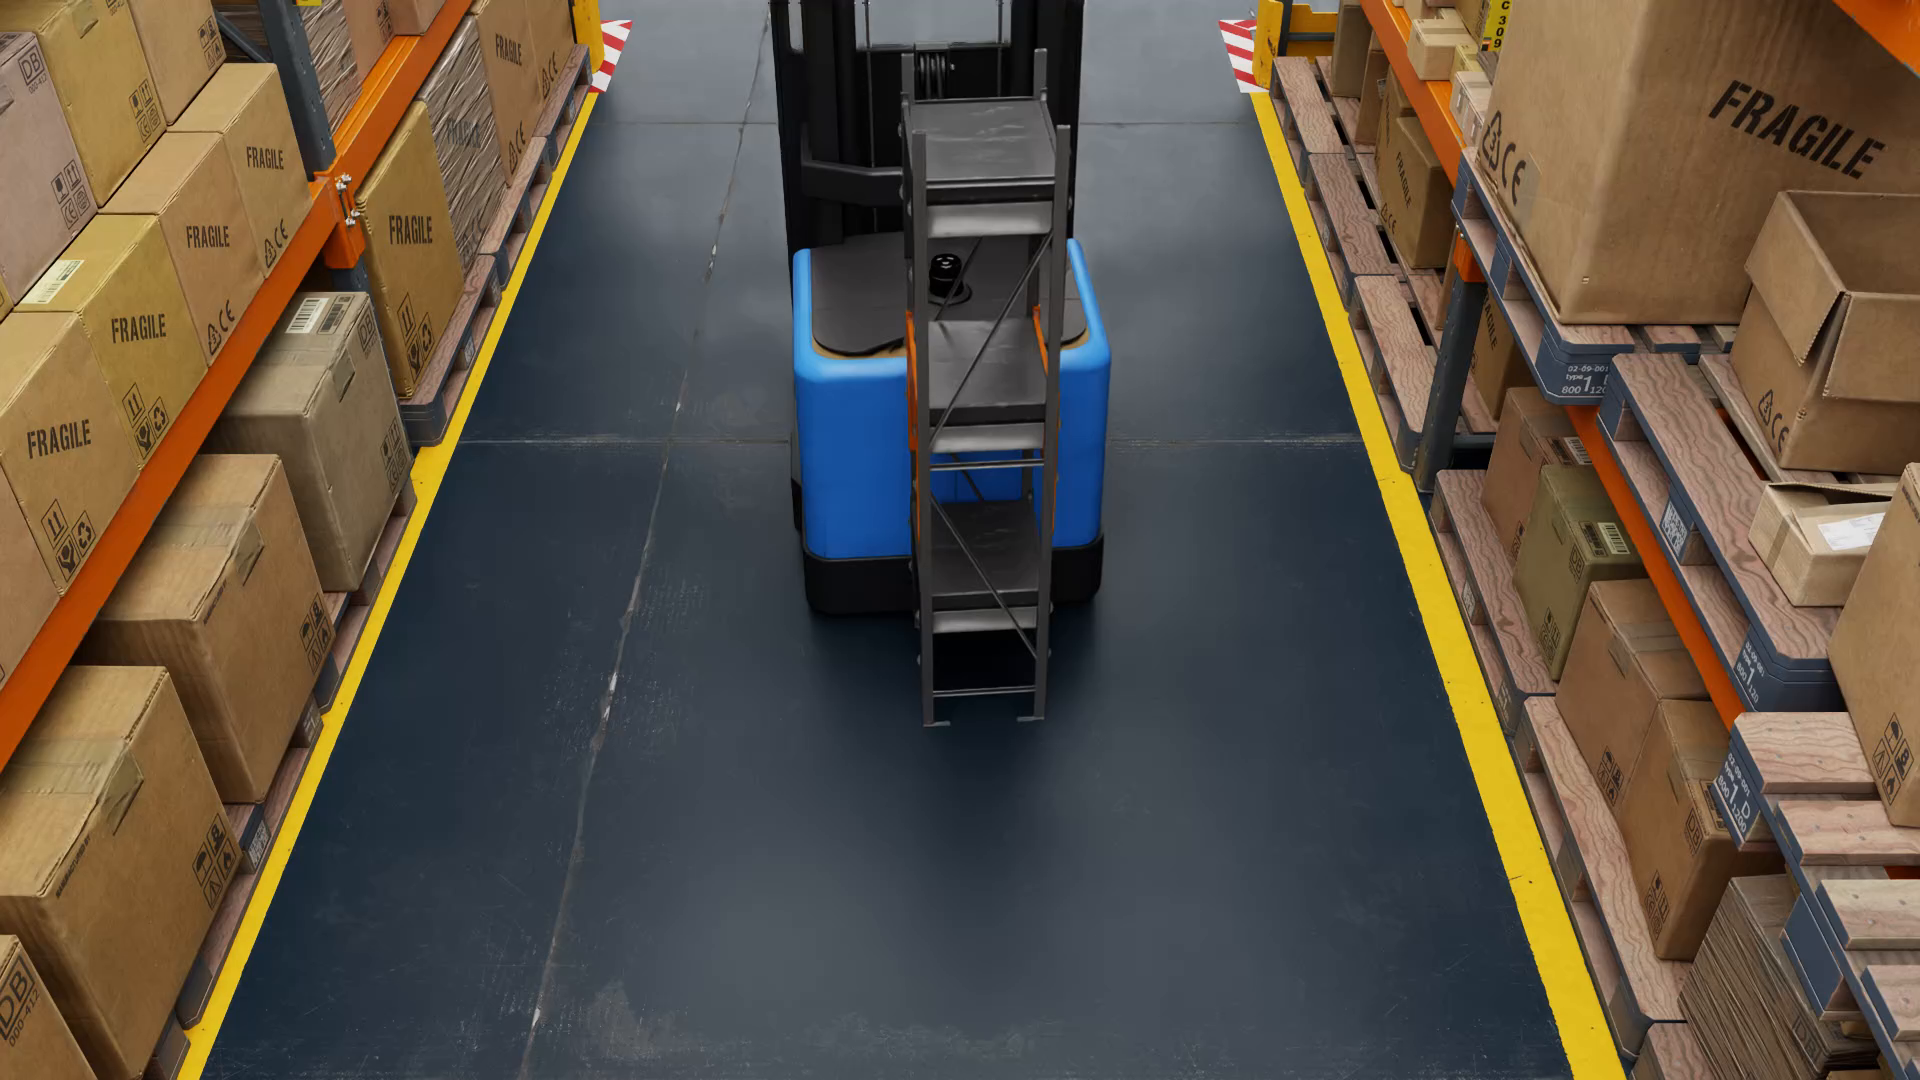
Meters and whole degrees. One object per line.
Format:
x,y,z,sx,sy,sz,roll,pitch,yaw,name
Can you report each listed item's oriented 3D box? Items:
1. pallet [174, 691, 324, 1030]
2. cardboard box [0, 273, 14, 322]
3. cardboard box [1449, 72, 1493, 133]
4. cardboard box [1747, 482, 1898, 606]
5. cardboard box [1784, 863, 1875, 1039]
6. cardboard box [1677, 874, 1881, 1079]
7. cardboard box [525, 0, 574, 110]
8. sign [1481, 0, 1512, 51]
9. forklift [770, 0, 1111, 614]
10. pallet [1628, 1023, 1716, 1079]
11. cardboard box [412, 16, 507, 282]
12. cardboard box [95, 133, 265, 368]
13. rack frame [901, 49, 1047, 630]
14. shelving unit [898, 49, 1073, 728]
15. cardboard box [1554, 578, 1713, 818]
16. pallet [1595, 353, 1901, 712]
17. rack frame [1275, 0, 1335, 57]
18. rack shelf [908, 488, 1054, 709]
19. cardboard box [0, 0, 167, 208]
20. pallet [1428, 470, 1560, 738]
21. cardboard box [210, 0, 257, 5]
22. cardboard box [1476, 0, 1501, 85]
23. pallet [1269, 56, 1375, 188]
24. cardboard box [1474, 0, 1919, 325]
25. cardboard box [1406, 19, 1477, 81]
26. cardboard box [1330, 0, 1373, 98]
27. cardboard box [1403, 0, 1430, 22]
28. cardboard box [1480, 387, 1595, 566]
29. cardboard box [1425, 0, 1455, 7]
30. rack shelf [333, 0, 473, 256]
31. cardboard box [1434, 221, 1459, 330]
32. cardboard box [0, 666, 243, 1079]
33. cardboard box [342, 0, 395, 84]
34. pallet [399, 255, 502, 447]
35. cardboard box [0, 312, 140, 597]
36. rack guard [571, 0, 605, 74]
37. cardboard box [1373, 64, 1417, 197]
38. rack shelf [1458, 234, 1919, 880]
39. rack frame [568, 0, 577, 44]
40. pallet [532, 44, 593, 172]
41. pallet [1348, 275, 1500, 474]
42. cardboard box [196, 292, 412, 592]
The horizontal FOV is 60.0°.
-2.595,0.891,4.969,1.003,0.211,1.213,0,39,0,pallet
-2.667,-0.610,3.733,0.700,0.500,0.500,0,39,0,cardboard box
1.999,-1.577,6.020,0.380,0.149,0.250,0,39,0,cardboard box
2.017,-0.037,3.670,0.396,0.266,0.258,-1,39,-1,cardboard box
2.247,0.877,3.804,0.500,0.250,0.500,4,39,5,cardboard box
2.255,1.155,4.058,0.700,0.500,0.500,-3,39,-4,cardboard box
-2.614,-2.857,8.779,0.875,0.875,0.875,0,39,0,cardboard box
1.742,-1.717,5.302,0.100,0.325,0.005,0,39,0,sign
-0.135,-1.794,6.145,1.130,2.935,3.031,-3,39,-4,forklift
2.290,1.716,3.940,1.003,0.211,1.213,0,39,0,pallet
-2.611,-1.736,7.381,0.875,0.875,0.875,0,39,0,cardboard box
-2.407,-0.841,4.821,0.500,0.500,0.500,0,39,-1,cardboard box
0.039,-0.518,5.218,0.400,2.100,0.015,-3,39,-4,rack frame
0.059,-0.366,5.028,0.431,2.100,0.503,-3,39,-4,shelving unit
2.246,0.451,4.935,0.700,0.500,0.500,-3,39,-4,cardboard box
2.246,-0.046,4.063,1.003,0.211,1.213,0,39,0,pallet
2.280,-3.886,8.701,1.000,3.000,0.127,0,39,0,rack frame
0.059,0.191,5.474,0.431,0.518,0.480,-3,39,-4,rack shelf
-2.667,-1.241,4.521,0.700,0.500,0.500,-1,39,-1,cardboard box
2.287,0.190,5.844,1.003,0.211,1.213,0,39,0,pallet
-2.642,-2.155,5.557,0.875,0.550,0.550,0,39,0,cardboard box
2.346,-1.821,5.806,0.875,0.500,0.500,0,39,0,cardboard box
2.245,-2.242,8.879,1.003,0.211,1.213,0,39,0,pallet
2.145,-1.286,4.640,1.000,1.000,1.000,0,39,0,cardboard box
1.947,-1.890,6.411,0.380,0.149,0.250,0,39,0,cardboard box
2.264,-2.684,8.864,0.500,0.500,0.500,7,39,8,cardboard box
2.038,-2.203,6.801,0.380,0.149,0.250,0,39,0,cardboard box
2.264,-0.197,5.744,0.700,0.500,0.500,-3,39,-4,cardboard box
2.279,-2.447,6.587,0.875,0.500,0.500,0,39,0,cardboard box
-2.678,-2.414,7.439,1.077,0.370,4.000,0,39,0,rack shelf
2.316,-1.182,6.989,0.500,0.500,0.500,12,40,14,cardboard box
-2.586,0.843,4.262,1.050,0.750,0.750,1,39,1,cardboard box
-2.711,-2.078,6.324,0.875,0.550,0.550,0,39,0,cardboard box
-2.598,-0.832,7.119,1.003,0.211,1.213,0,39,0,pallet
-2.404,-0.208,4.031,0.500,0.500,0.500,0,39,-1,cardboard box
-2.680,-2.985,9.576,1.175,0.500,0.348,0,39,0,rack guard
2.280,-1.919,7.909,0.500,0.500,0.500,3,39,4,cardboard box
2.287,0.147,4.244,1.077,0.370,4.000,0,39,0,rack shelf
-2.680,-3.946,8.775,1.000,3.000,0.127,0,39,0,rack frame
-2.601,-2.358,9.023,1.003,0.211,1.213,0,39,0,pallet
2.248,-0.717,6.975,1.003,0.211,1.213,0,39,0,pallet
-2.585,-0.342,5.742,1.050,0.750,0.750,0,39,0,cardboard box
